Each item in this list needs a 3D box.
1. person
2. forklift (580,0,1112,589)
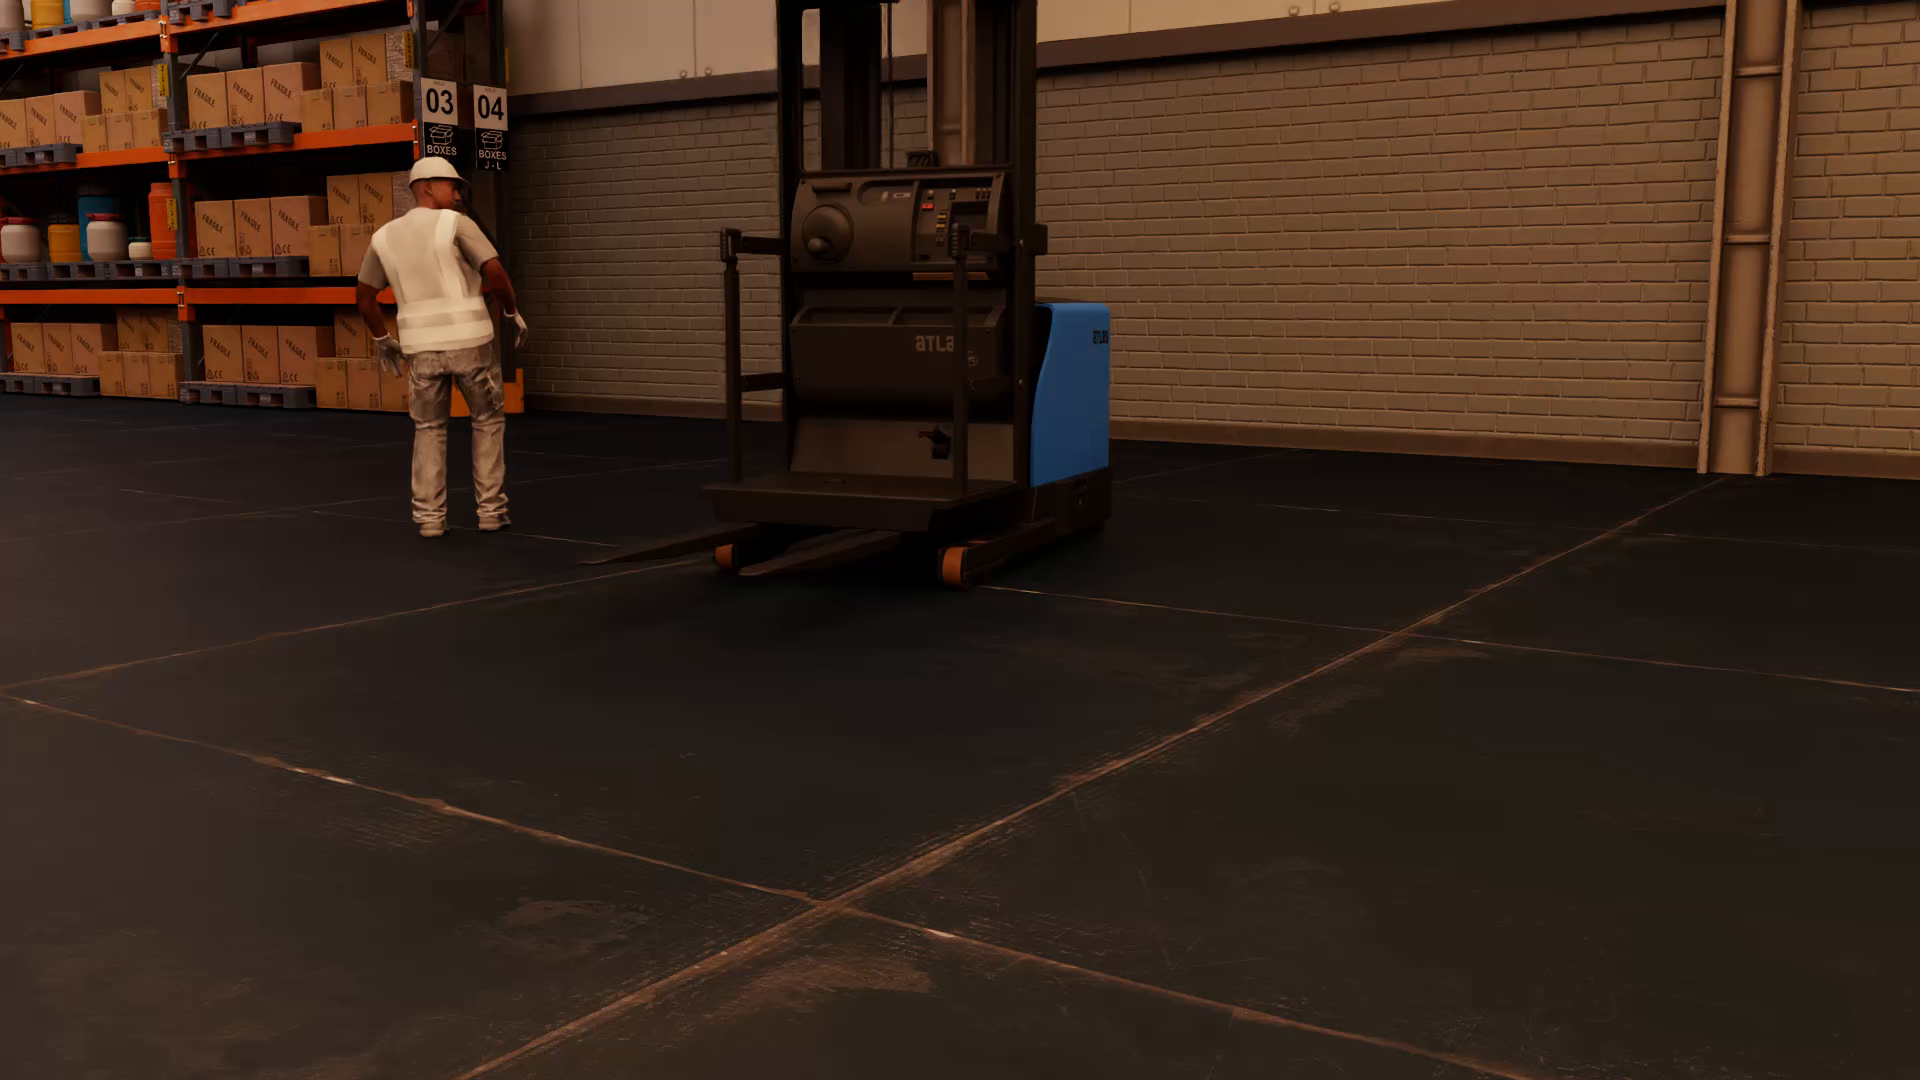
[{"bbox_3d":[-2.414,-0.904,7.780,0.763,1.746,0.515,1,8,4],"label":"person"},{"bbox_3d":[-0.344,-1.333,6.567,1.130,2.935,3.031,4,9,24],"label":"forklift"}]
